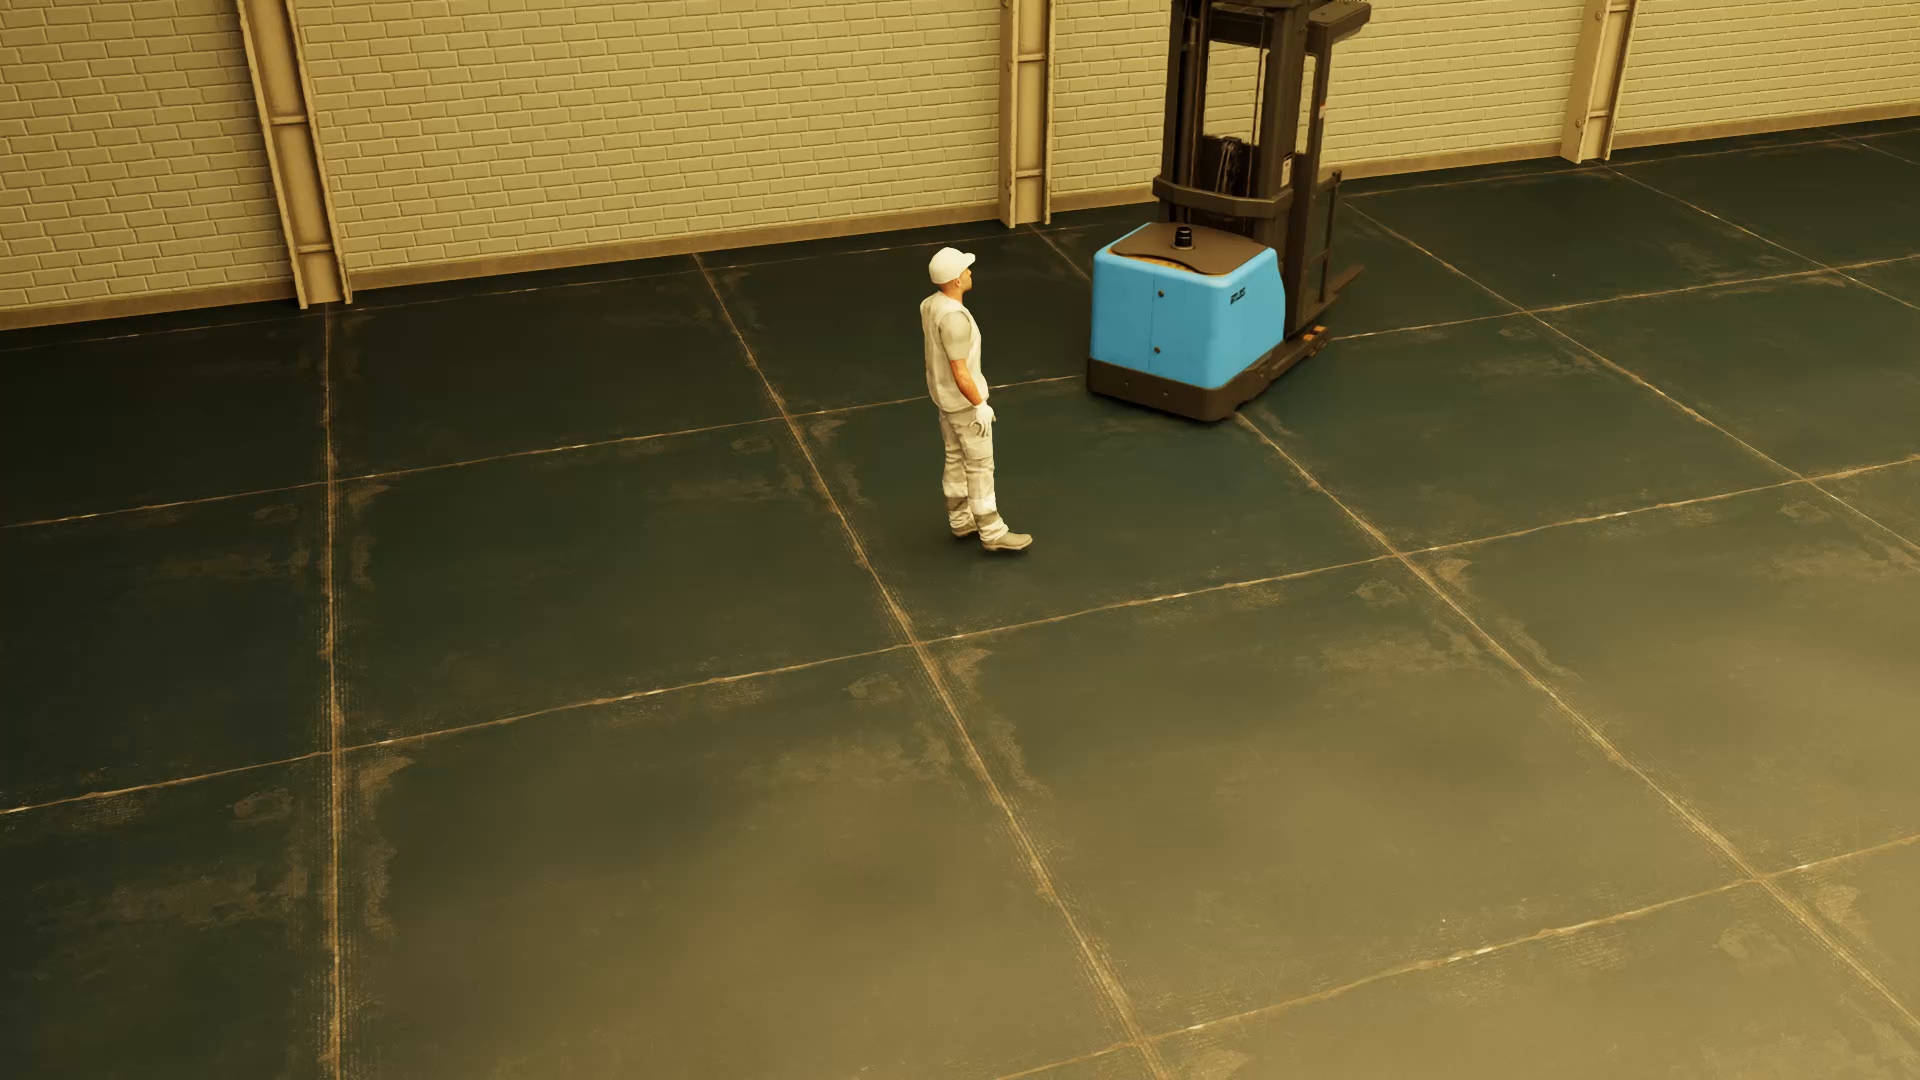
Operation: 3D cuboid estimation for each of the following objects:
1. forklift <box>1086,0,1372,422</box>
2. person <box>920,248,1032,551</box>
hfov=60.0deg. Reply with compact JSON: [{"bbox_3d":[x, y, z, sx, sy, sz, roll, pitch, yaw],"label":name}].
[{"bbox_3d":[2.140,-2.760,11.883,1.130,2.935,3.031,19,35,29],"label":"forklift"},{"bbox_3d":[0.079,-0.823,9.569,0.564,1.786,0.638,-10,31,-16],"label":"person"}]
